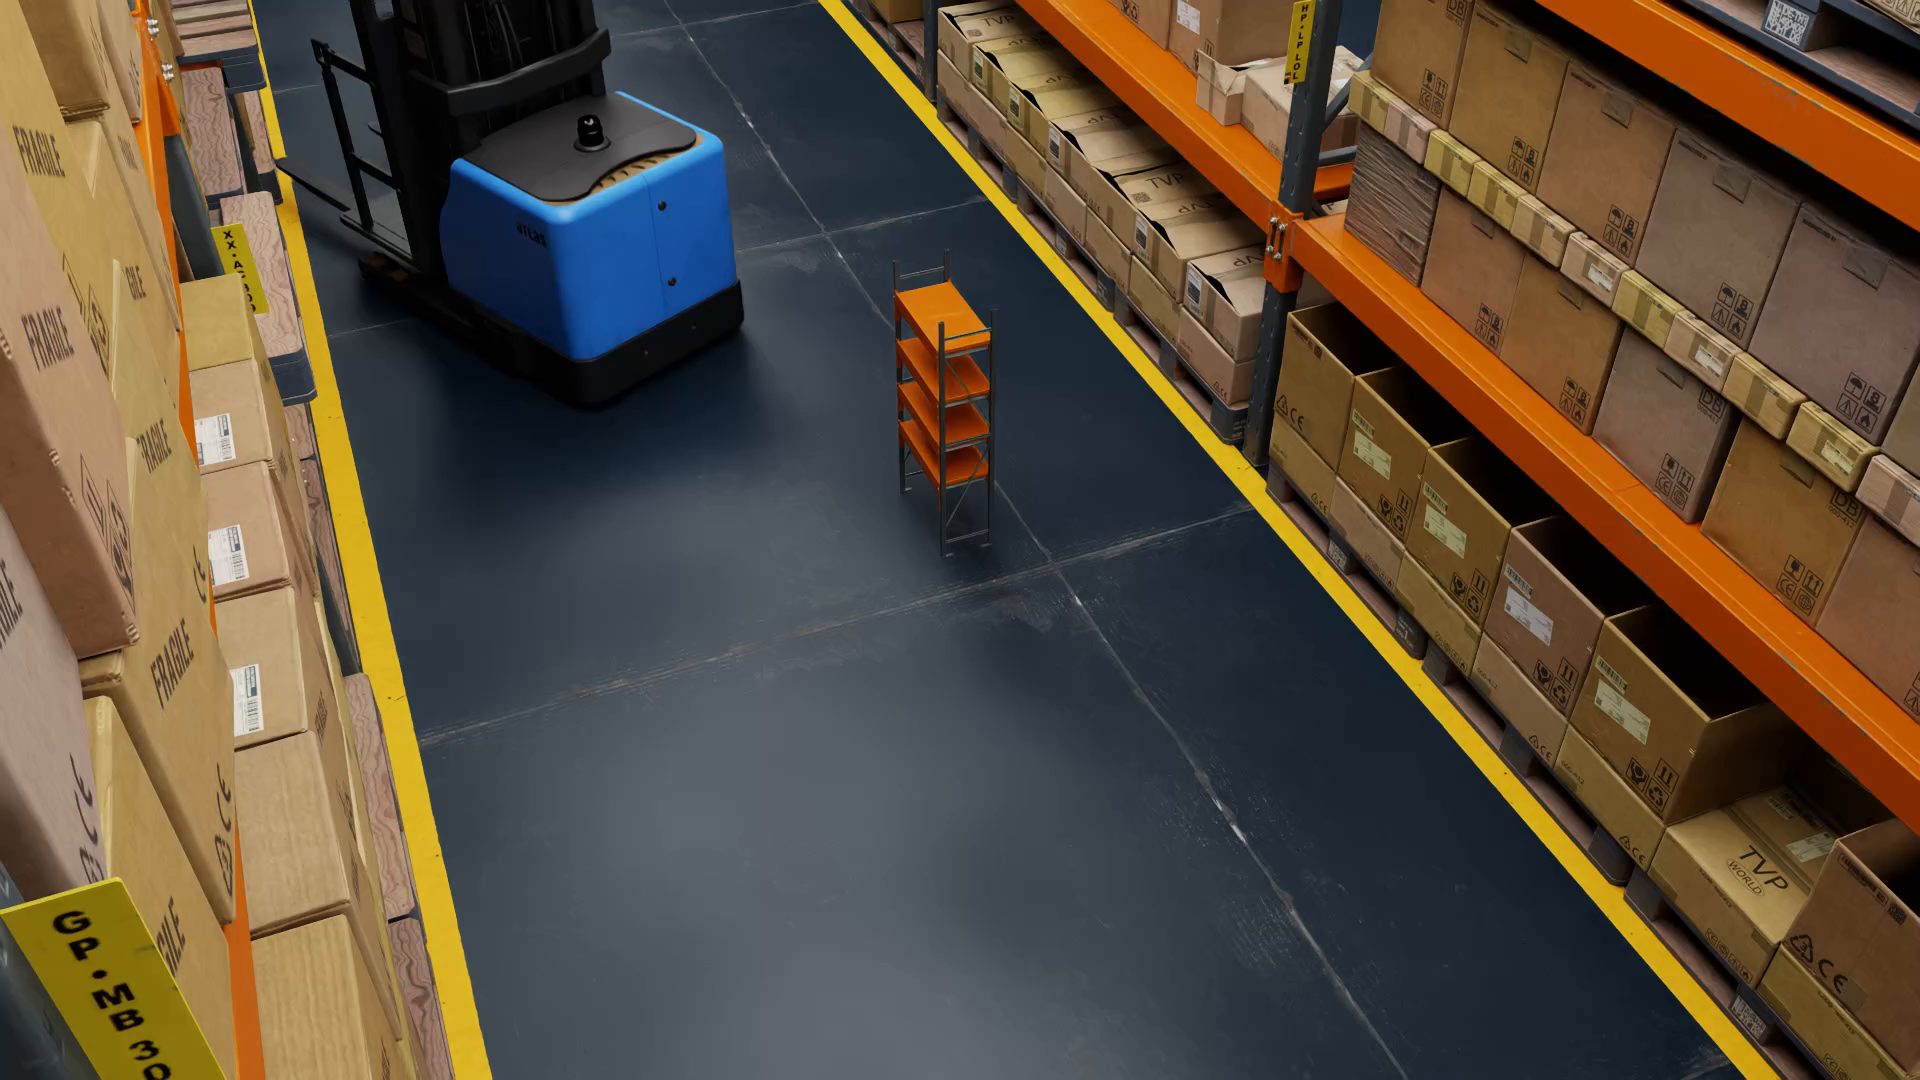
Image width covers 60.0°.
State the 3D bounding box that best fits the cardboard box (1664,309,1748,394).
[{"bbox_3d":[2.404,-0.614,5.090,0.380,0.149,0.250,-16,43,-17],"label":"cardboard box"}]

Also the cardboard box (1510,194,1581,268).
[{"bbox_3d":[2.107,-1.082,5.634,0.380,0.149,0.250,-16,43,-18],"label":"cardboard box"}]

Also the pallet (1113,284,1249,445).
[{"bbox_3d":[1.473,-1.000,8.251,1.003,0.211,1.213,-15,43,-17],"label":"pallet"}]

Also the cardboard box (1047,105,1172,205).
[{"bbox_3d":[0.789,-2.042,8.681,0.500,0.311,0.500,-16,43,-17],"label":"cardboard box"}]

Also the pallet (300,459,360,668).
[{"bbox_3d":[-3.084,0.203,6.852,1.003,0.211,1.213,-15,43,-17],"label":"pallet"}]

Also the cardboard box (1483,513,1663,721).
[{"bbox_3d":[2.255,0.236,5.887,0.500,0.500,0.500,-15,43,-17],"label":"cardboard box"}]

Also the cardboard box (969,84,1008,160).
[{"bbox_3d":[0.383,-2.458,9.595,0.500,0.250,0.500,-16,43,-18],"label":"cardboard box"}]

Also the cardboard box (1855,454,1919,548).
[{"bbox_3d":[2.706,-0.144,4.543,0.380,0.149,0.250,-15,43,-16],"label":"cardboard box"}]

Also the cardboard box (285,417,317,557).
[{"bbox_3d":[-2.323,-0.126,5.196,0.500,0.250,0.500,-15,43,-17],"label":"cardboard box"}]

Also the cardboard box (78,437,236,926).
[{"bbox_3d":[-1.323,0.245,2.272,0.500,0.500,0.500,-12,42,-14],"label":"cardboard box"}]

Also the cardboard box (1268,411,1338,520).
[{"bbox_3d":[1.688,-0.385,7.184,0.500,0.250,0.500,-15,43,-17],"label":"cardboard box"}]

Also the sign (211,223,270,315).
[{"bbox_3d":[-2.286,-0.854,5.278,0.100,0.325,0.005,-15,43,-17],"label":"sign"}]

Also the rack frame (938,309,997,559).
[{"bbox_3d":[0.030,-0.408,6.804,0.240,1.200,0.015,-15,43,-17],"label":"rack frame"}]

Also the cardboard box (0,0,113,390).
[{"bbox_3d":[-1.529,-0.451,2.315,0.500,0.500,0.500,-14,43,-16],"label":"cardboard box"}]

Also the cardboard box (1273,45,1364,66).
[{"bbox_3d":[1.641,-2.113,7.599,0.380,0.149,0.250,-15,43,-17],"label":"cardboard box"}]

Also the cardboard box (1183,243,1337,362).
[{"bbox_3d":[1.371,-1.125,7.615,0.500,0.311,0.500,-15,43,-17],"label":"cardboard box"}]

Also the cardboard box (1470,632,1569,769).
[{"bbox_3d":[2.258,0.519,6.132,0.500,0.250,0.500,-15,43,-17],"label":"cardboard box"}]

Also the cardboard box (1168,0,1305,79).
[{"bbox_3d":[1.311,-2.445,7.717,0.500,0.500,0.500,-12,42,-14],"label":"cardboard box"}]

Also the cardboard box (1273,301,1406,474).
[{"bbox_3d":[1.679,-0.667,6.937,0.500,0.500,0.500,-15,43,-17],"label":"cardboard box"}]

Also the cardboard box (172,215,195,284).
[{"bbox_3d":[-2.948,-0.905,5.588,0.700,0.500,0.500,-15,43,-17],"label":"cardboard box"}]

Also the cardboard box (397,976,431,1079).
[{"bbox_3d":[-1.888,1.568,4.706,0.700,0.500,0.500,-18,44,-20],"label":"cardboard box"}]

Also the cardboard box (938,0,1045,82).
[{"bbox_3d":[0.190,-2.974,9.764,0.500,0.311,0.500,-14,43,-15],"label":"cardboard box"}]

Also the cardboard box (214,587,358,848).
[{"bbox_3d":[-1.739,0.505,3.886,0.500,0.500,0.500,-14,43,-16],"label":"cardboard box"}]

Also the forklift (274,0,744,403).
[{"bbox_3d":[-2.530,-2.589,8.013,3.031,2.935,1.130,30,49,30],"label":"forklift"}]

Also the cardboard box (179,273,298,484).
[{"bbox_3d":[-2.318,-0.413,4.954,0.500,0.500,0.500,-15,43,-17],"label":"cardboard box"}]

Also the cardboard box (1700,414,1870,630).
[{"bbox_3d":[2.765,-0.152,5.049,0.700,0.500,0.500,-15,43,-17],"label":"cardboard box"}]

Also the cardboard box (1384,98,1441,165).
[{"bbox_3d":[1.811,-1.546,6.173,0.380,0.149,0.250,-14,43,-16],"label":"cardboard box"}]

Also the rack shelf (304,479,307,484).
[{"bbox_3d":[-2.019,1.092,4.231,1.077,0.370,4.000,-15,43,-17],"label":"rack shelf"}]

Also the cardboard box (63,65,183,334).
[{"bbox_3d":[-1.934,-0.694,3.363,0.500,0.500,0.500,-17,43,-19],"label":"cardboard box"}]

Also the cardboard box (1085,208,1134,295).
[{"bbox_3d":[0.976,-1.531,8.516,0.500,0.250,0.500,-14,43,-16],"label":"cardboard box"}]

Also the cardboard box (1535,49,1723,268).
[{"bbox_3d":[2.352,-1.282,5.368,0.700,0.500,0.500,-15,43,-17],"label":"cardboard box"}]

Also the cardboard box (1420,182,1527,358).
[{"bbox_3d":[2.174,-1.080,6.128,0.700,0.500,0.500,-16,43,-17],"label":"cardboard box"}]

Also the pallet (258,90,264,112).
[{"bbox_3d":[-5.010,-2.965,10.536,1.003,0.211,1.213,-15,43,-17],"label":"pallet"}]

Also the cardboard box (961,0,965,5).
[{"bbox_3d":[0.145,-3.912,11.078,0.500,0.500,0.500,-17,43,-18],"label":"cardboard box"}]

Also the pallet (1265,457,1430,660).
[{"bbox_3d":[2.057,-0.077,7.177,1.003,0.211,1.213,-15,43,-17],"label":"pallet"}]

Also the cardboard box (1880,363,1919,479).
[{"bbox_3d":[2.928,-0.375,4.314,0.700,0.500,0.500,-16,43,-18],"label":"cardboard box"}]

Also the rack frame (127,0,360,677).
[{"bbox_3d":[-2.784,-0.385,5.398,1.000,3.000,0.127,-15,43,-17],"label":"rack frame"}]

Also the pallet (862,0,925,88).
[{"bbox_3d":[0.010,-3.435,11.083,1.003,0.211,1.213,-15,43,-17],"label":"pallet"}]

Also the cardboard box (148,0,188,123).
[{"bbox_3d":[-3.629,-1.974,6.831,0.700,0.500,0.500,-15,43,-17],"label":"cardboard box"}]

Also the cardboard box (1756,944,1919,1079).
[{"bbox_3d":[2.843,1.420,5.085,0.500,0.250,0.500,-15,43,-17],"label":"cardboard box"}]

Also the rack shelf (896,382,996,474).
[{"bbox_3d":[-0.063,-0.504,7.019,0.258,0.148,0.480,-15,43,-17],"label":"rack shelf"}]

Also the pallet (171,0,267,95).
[{"bbox_3d":[-3.944,-2.320,7.794,1.213,0.211,1.003,-15,43,-17],"label":"pallet"}]

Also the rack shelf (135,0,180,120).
[{"bbox_3d":[-3.550,-2.455,6.055,1.077,0.370,4.000,-15,43,-17],"label":"rack shelf"}]

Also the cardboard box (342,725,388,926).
[{"bbox_3d":[-1.740,0.778,4.145,0.500,0.250,0.500,-15,43,-16],"label":"cardboard box"}]

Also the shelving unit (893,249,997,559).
[{"bbox_3d":[-0.063,-0.555,6.975,0.258,1.200,0.503,-15,43,-17],"label":"shelving unit"}]

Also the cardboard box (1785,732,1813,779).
[{"bbox_3d":[2.925,0.408,5.687,0.500,0.500,0.500,-15,43,-17],"label":"cardboard box"}]
